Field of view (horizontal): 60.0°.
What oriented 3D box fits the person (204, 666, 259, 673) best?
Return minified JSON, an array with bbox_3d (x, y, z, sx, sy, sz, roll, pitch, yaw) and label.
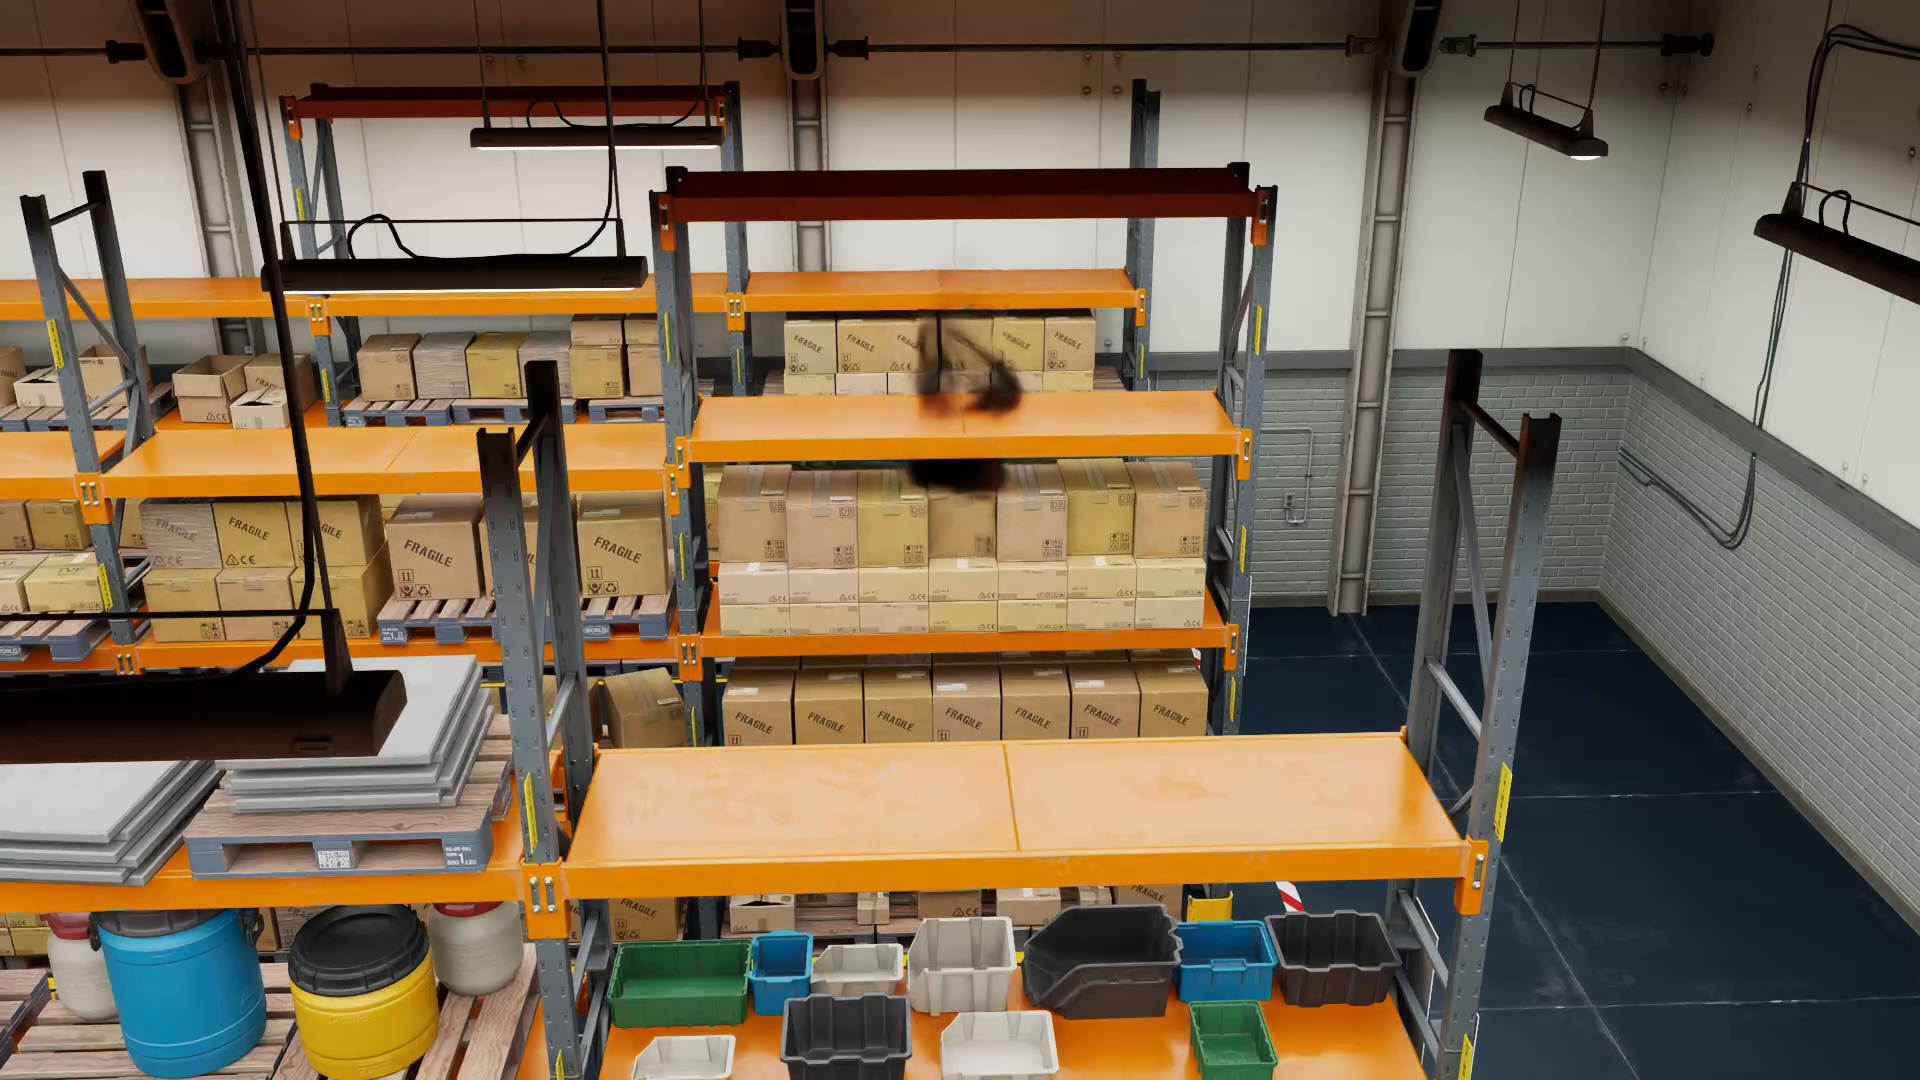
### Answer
[{"bbox_3d":[-6.794,1.356,15.590,0.561,1.659,0.575,-6,23,-15],"label":"person"}]
